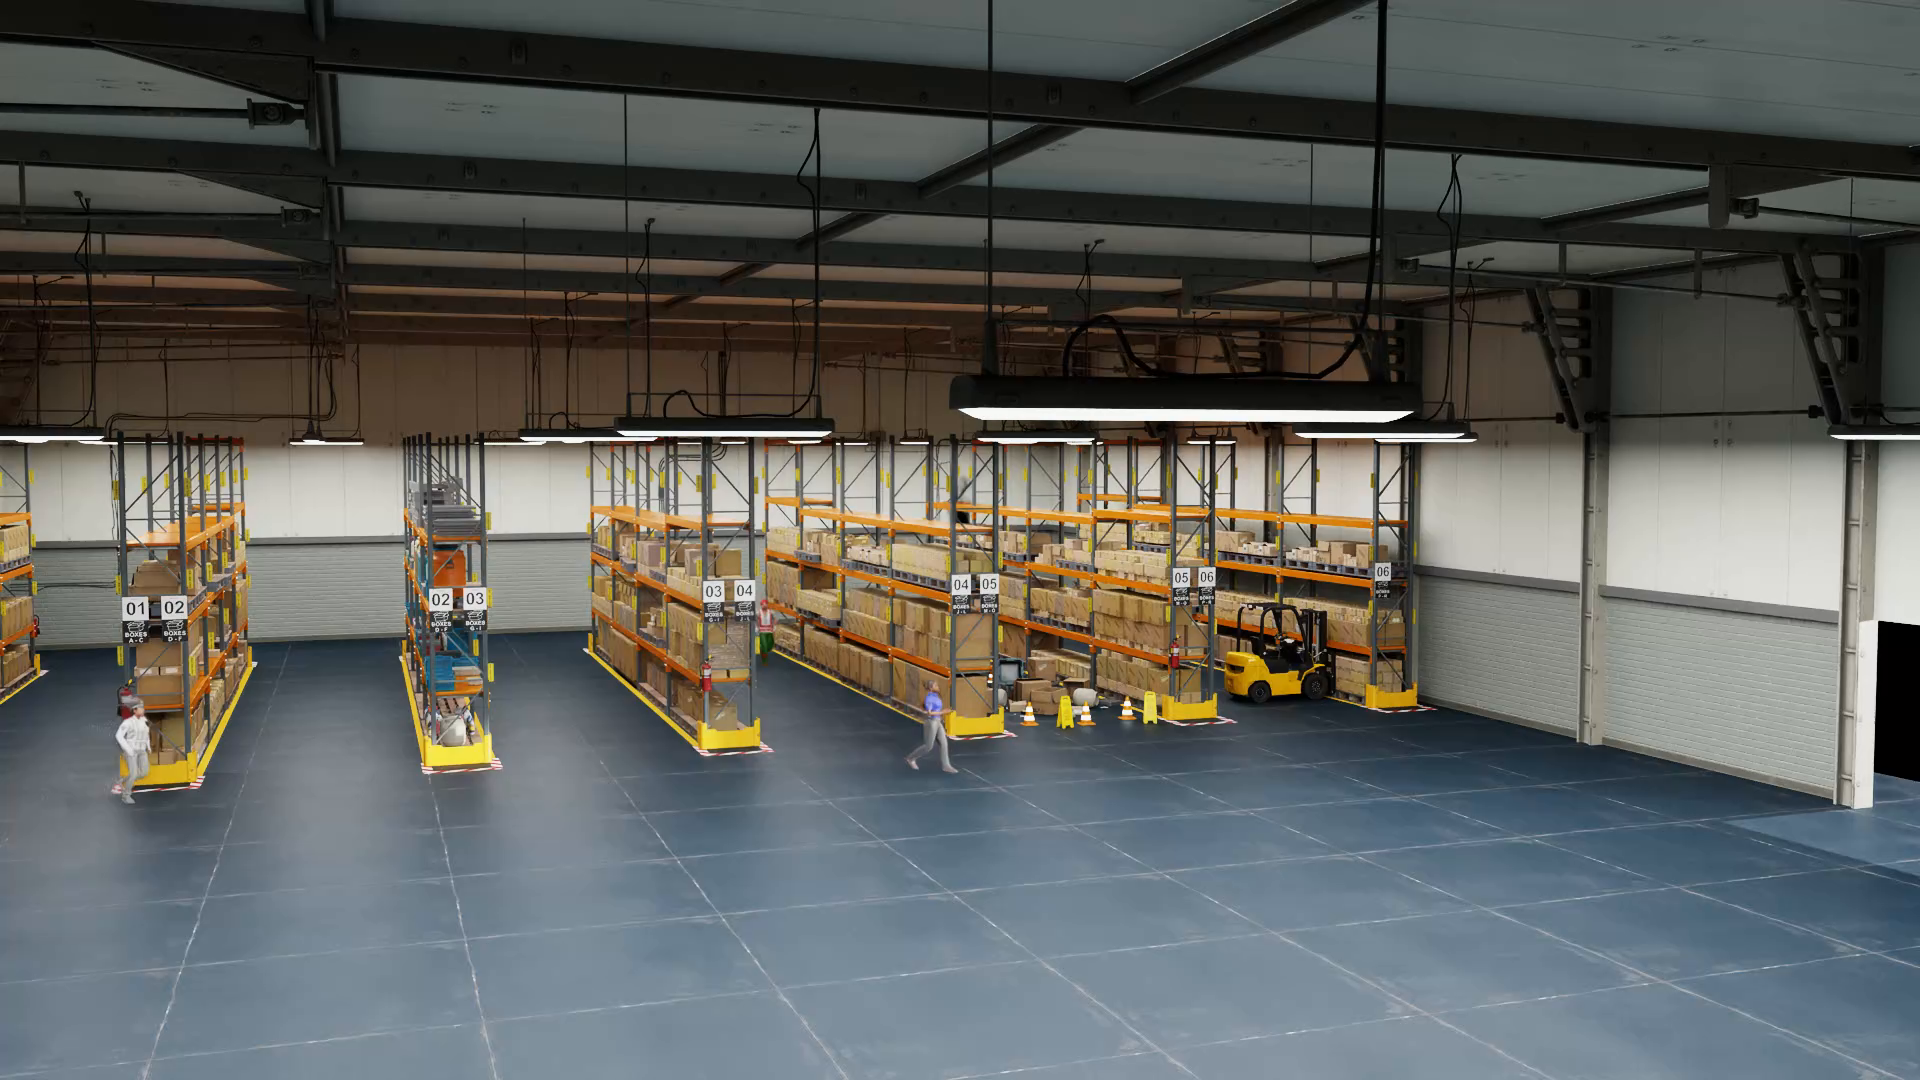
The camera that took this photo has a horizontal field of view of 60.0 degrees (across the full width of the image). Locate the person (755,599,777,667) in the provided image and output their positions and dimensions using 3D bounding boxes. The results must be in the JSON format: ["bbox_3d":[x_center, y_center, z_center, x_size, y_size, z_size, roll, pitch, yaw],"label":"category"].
[{"bbox_3d":[-5.123,2.434,43.717,0.657,1.757,0.646,-1,3,-15],"label":"person"}]

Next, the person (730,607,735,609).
[{"bbox_3d":[-6.660,2.275,47.631,0.636,1.655,0.870,0,3,0],"label":"person"}]

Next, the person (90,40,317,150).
[{"bbox_3d":[-9.813,-0.276,26.985,21.065,8.994,29.840,-2,4,-26],"label":"person"}]

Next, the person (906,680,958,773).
[{"bbox_3d":[-0.484,3.268,29.186,0.931,1.623,0.580,1,3,18],"label":"person"}]

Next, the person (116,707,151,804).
[{"bbox_3d":[-13.404,3.448,27.023,0.490,1.608,0.665,1,3,22],"label":"person"}]
